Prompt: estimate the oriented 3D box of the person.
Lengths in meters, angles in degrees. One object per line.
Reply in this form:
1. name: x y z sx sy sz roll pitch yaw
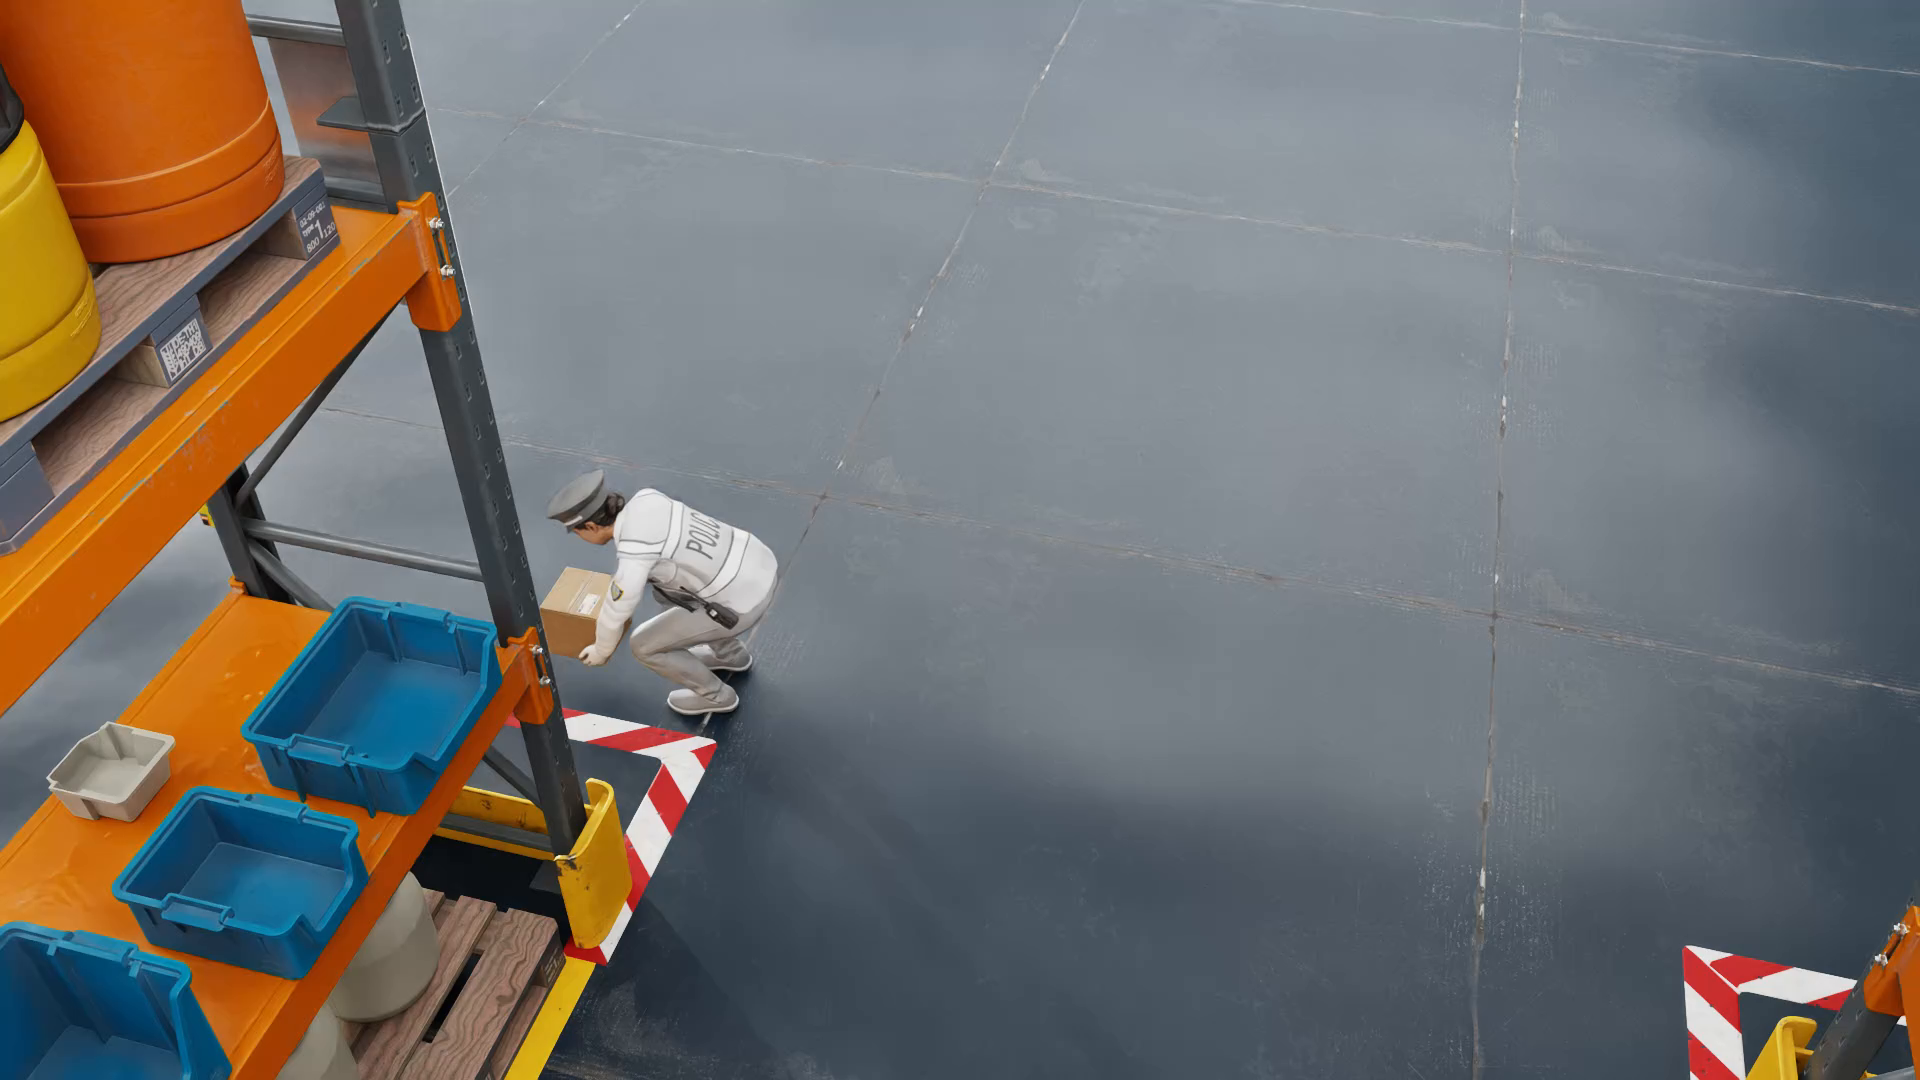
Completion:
1. person: -1.120 0.205 6.392 0.817 1.054 0.500 5 42 6
